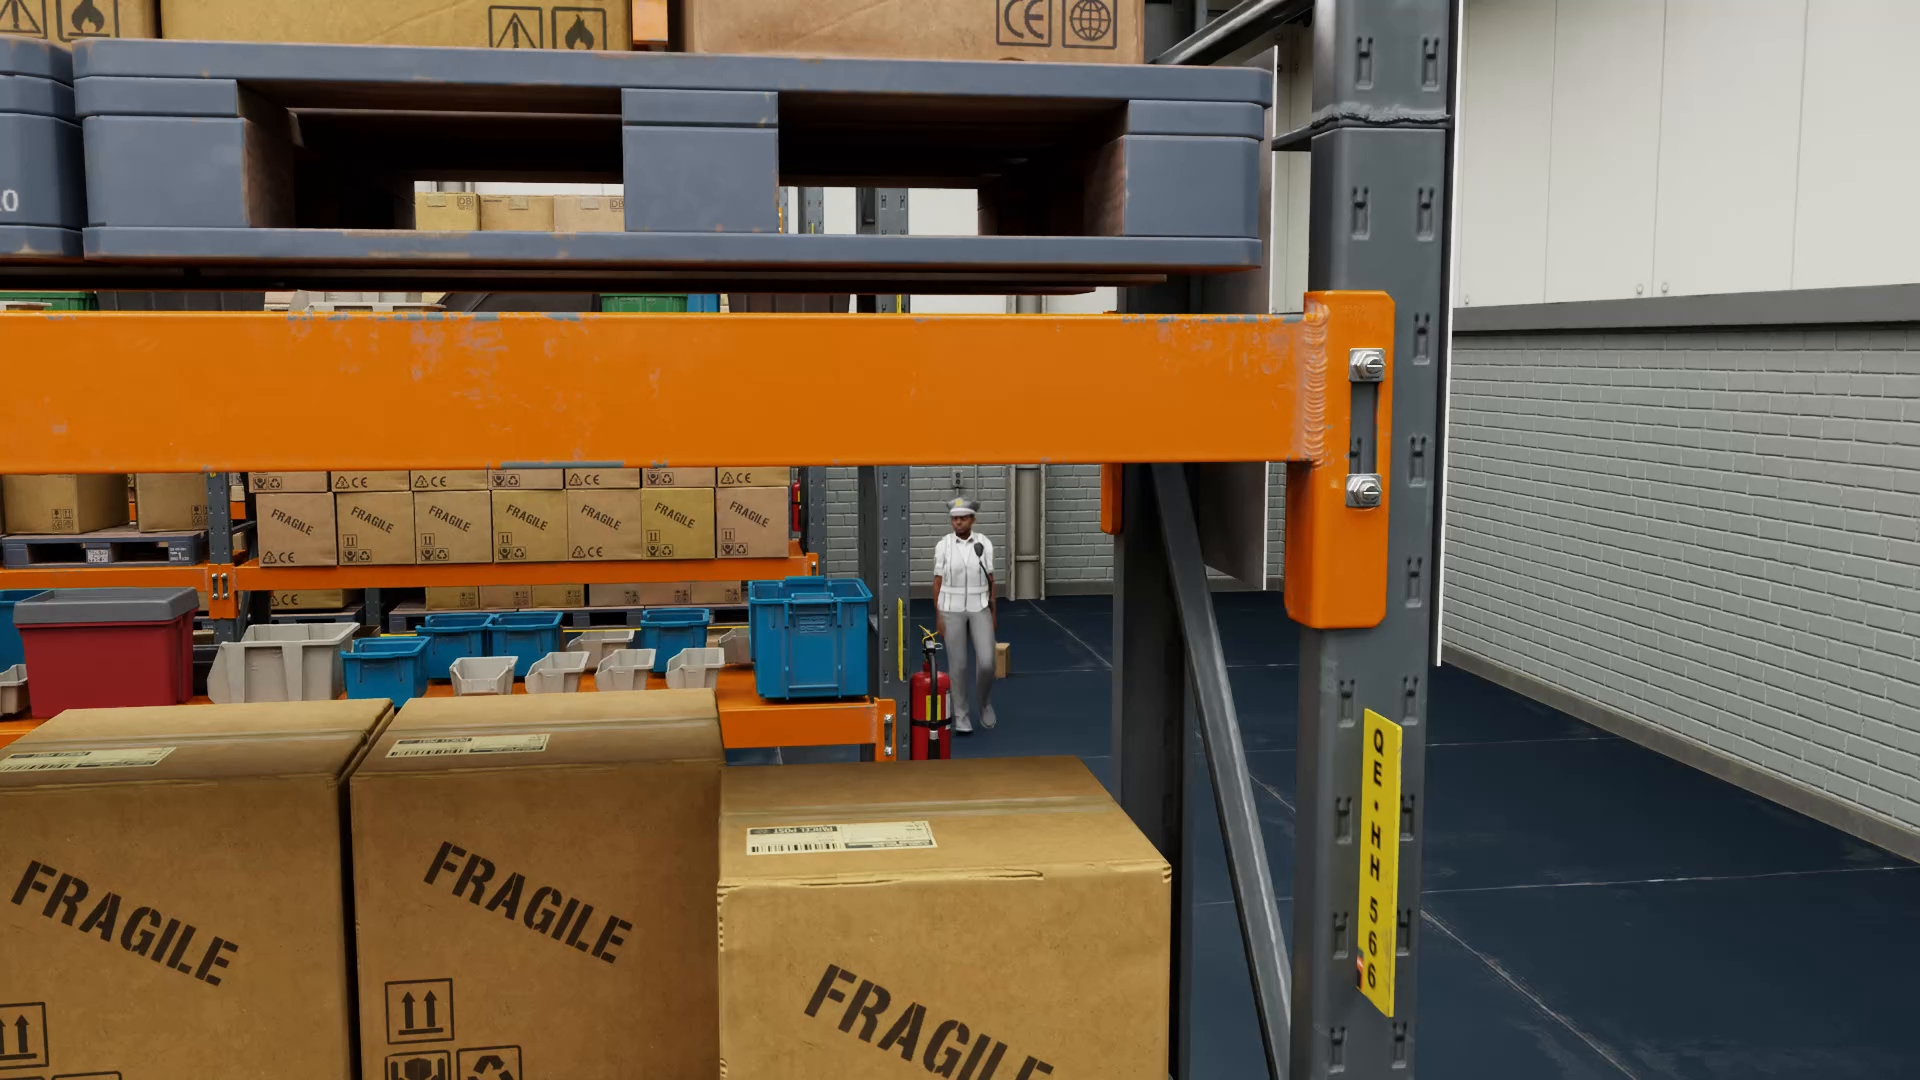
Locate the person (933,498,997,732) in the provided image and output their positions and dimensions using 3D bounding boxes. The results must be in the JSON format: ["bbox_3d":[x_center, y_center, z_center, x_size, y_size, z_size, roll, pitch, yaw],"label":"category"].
[{"bbox_3d":[-4.386,0.832,8.809,9.540,1.822,6.330,0,7,-2],"label":"person"}]
